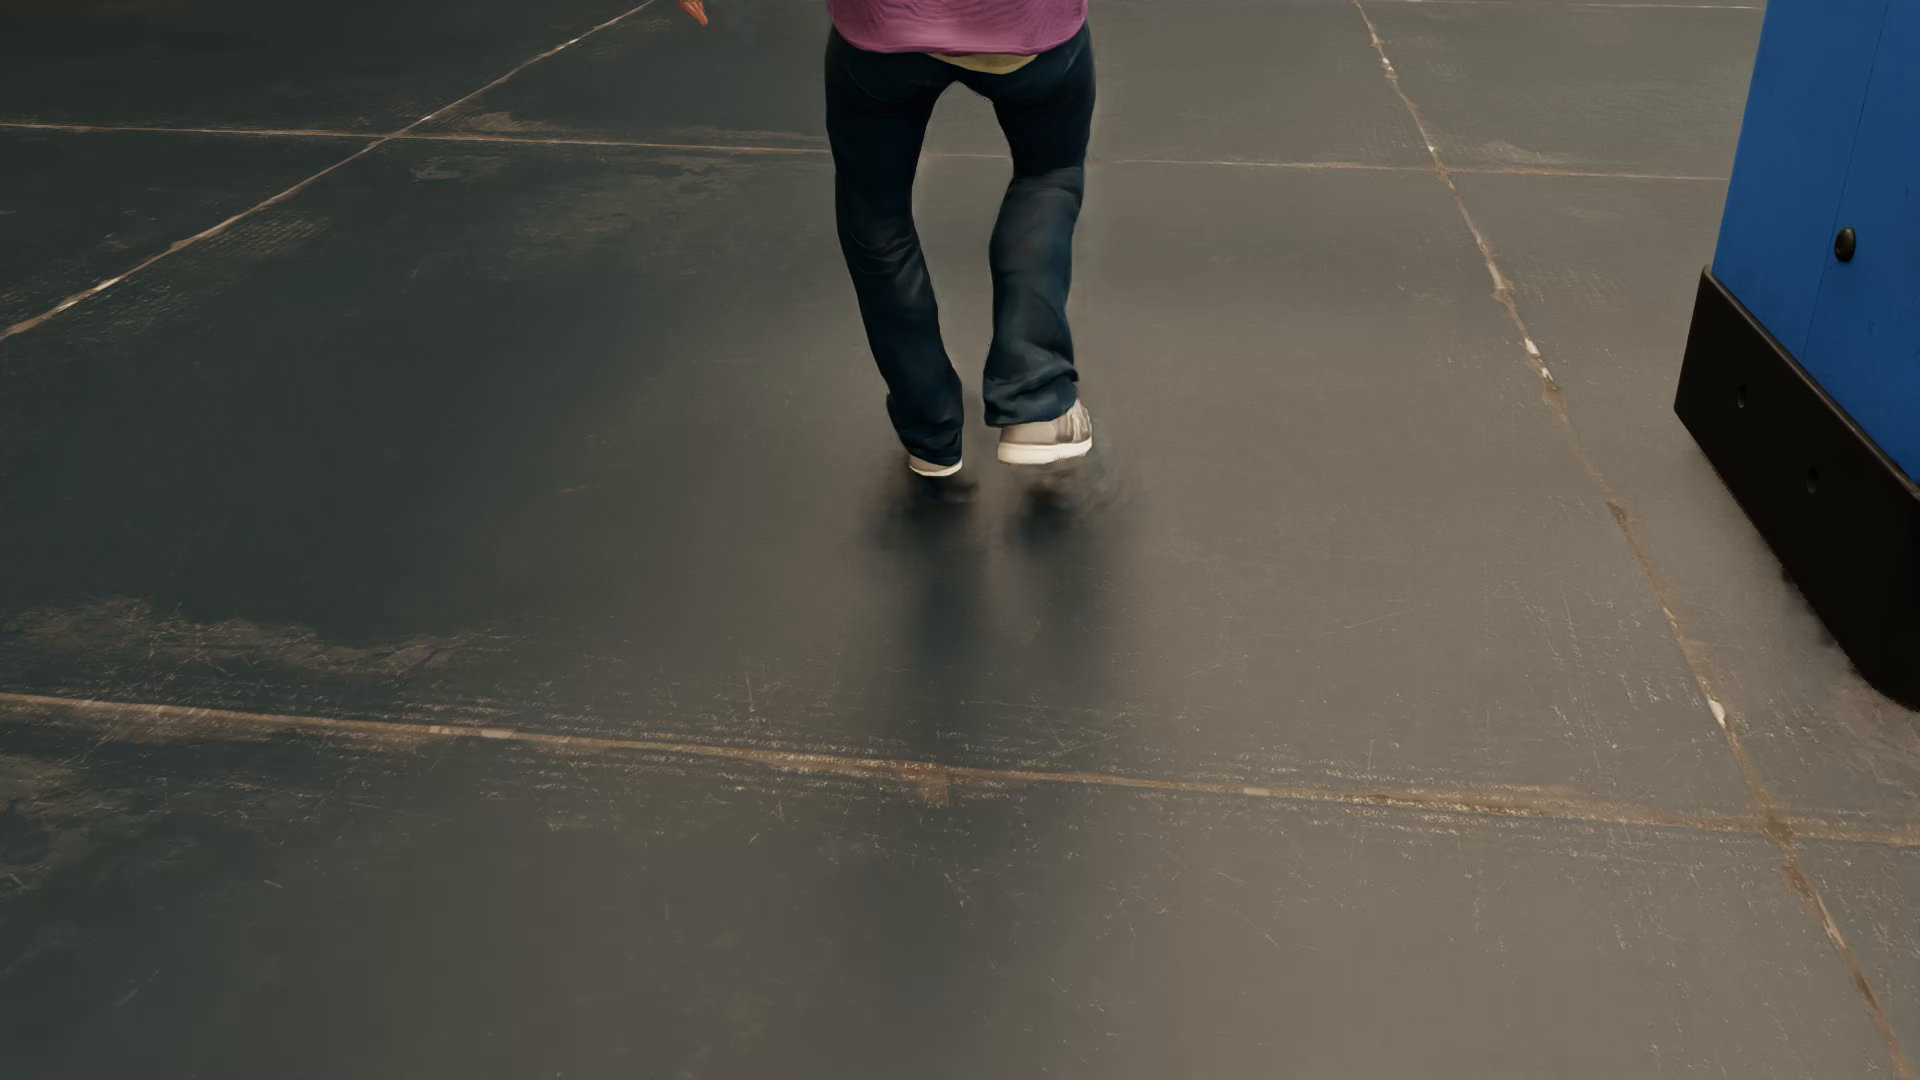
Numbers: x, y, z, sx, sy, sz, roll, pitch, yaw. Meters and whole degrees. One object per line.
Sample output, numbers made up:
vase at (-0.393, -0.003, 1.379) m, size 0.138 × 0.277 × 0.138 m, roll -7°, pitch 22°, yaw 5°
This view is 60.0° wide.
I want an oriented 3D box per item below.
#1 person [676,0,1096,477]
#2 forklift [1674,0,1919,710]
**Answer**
person at (-0.004, -0.764, 2.345) m, size 0.767 × 1.548 × 0.589 m, roll 1°, pitch 27°, yaw 2°
forklift at (2.645, -1.194, 1.610) m, size 3.031 × 2.935 × 1.130 m, roll 3°, pitch 27°, yaw 6°
